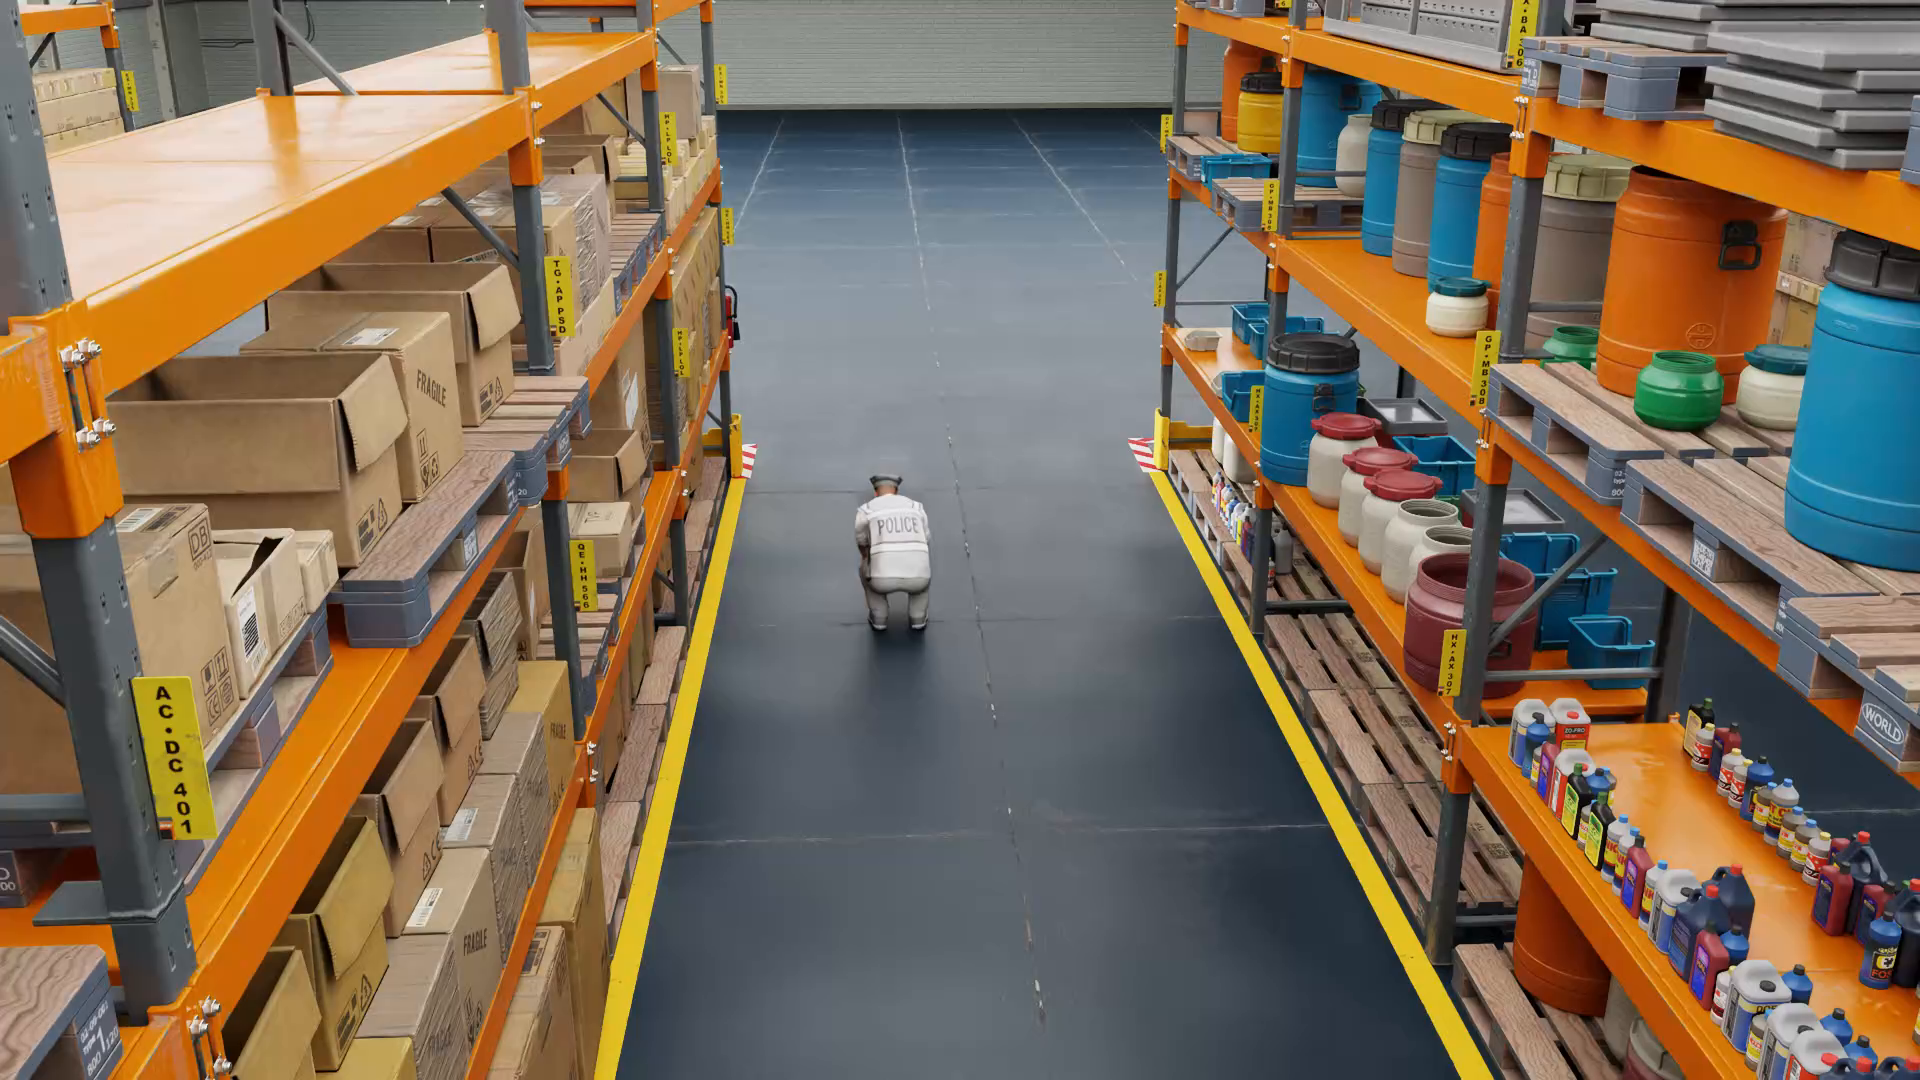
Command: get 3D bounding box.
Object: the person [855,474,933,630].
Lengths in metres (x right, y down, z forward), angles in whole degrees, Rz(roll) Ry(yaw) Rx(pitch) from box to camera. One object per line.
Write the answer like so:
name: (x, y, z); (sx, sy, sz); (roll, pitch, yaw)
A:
person: (-0.472, 0.079, 11.944); (0.564, 1.007, 0.882); (-1, 20, -3)
